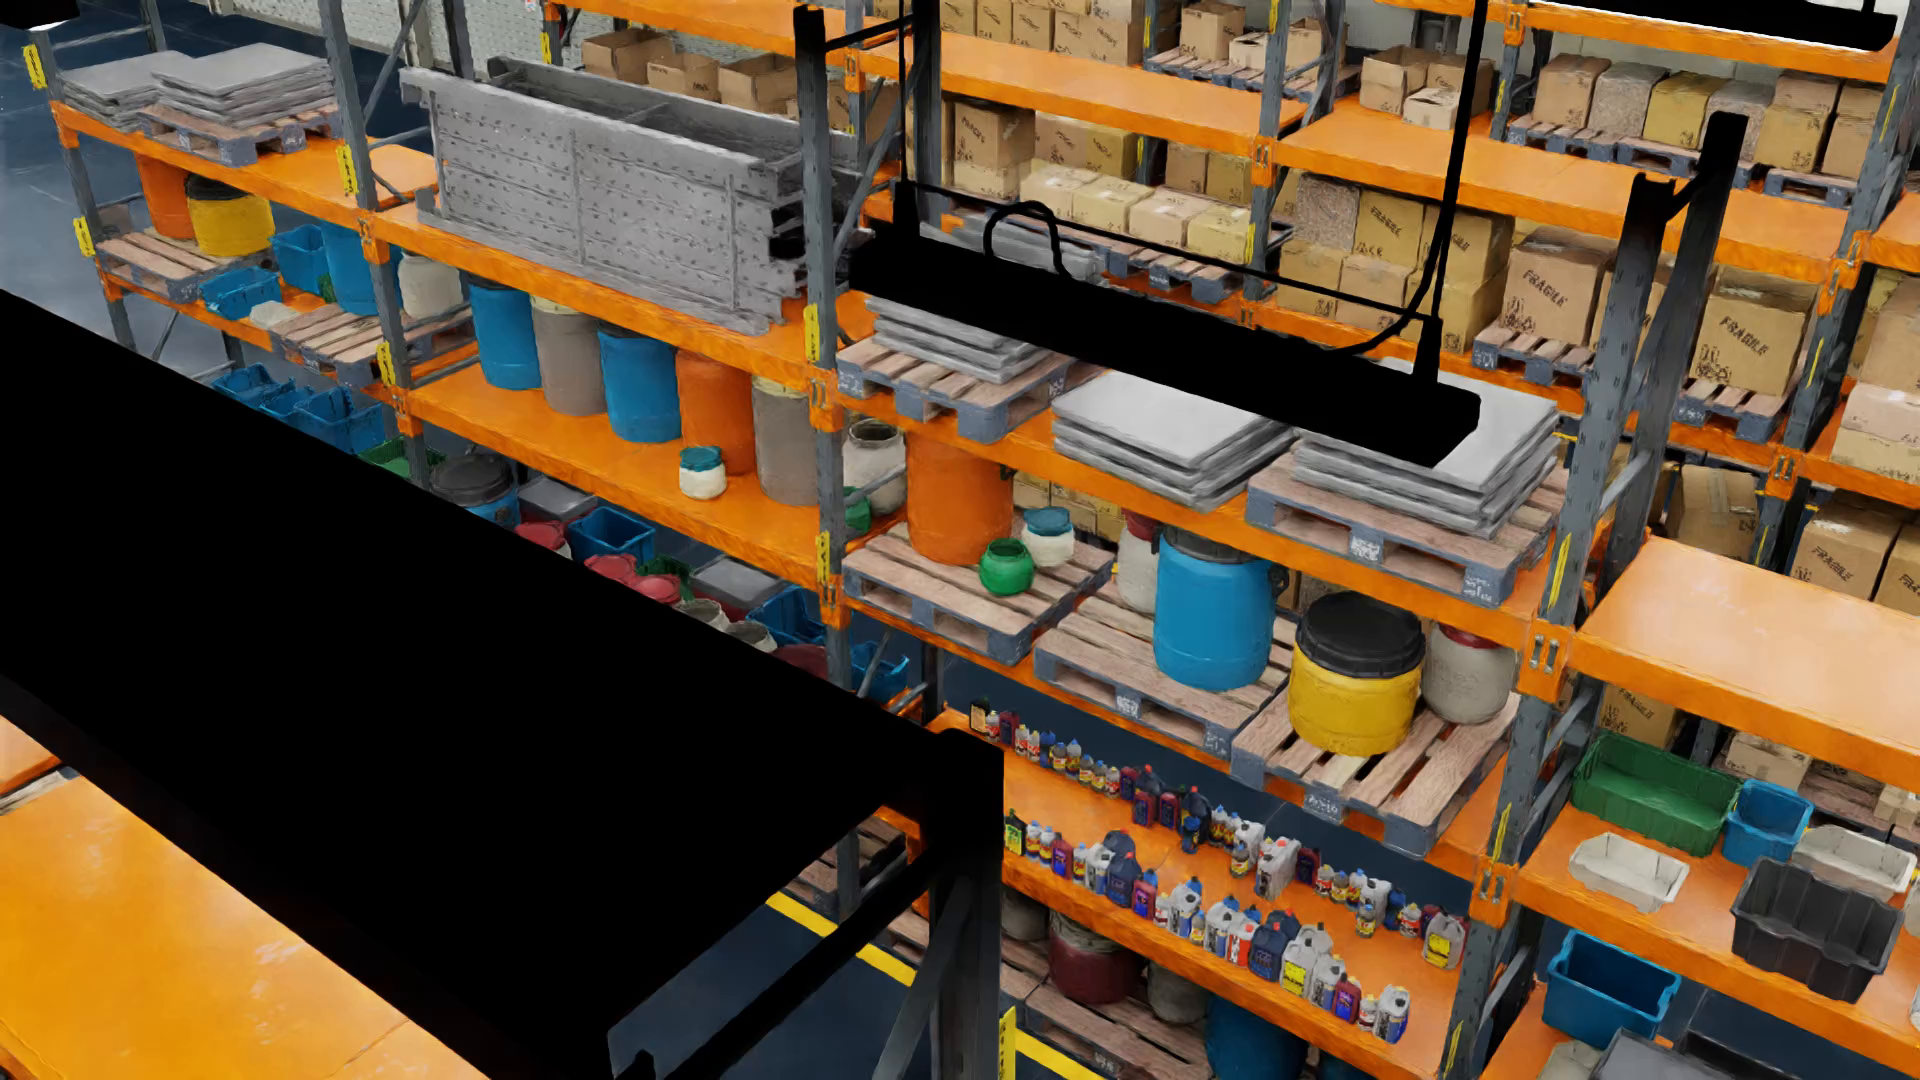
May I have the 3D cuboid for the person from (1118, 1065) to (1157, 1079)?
[{"bbox_3d":[0.889,3.265,8.377,1.110,1.591,0.445,20,37,29],"label":"person"}]
